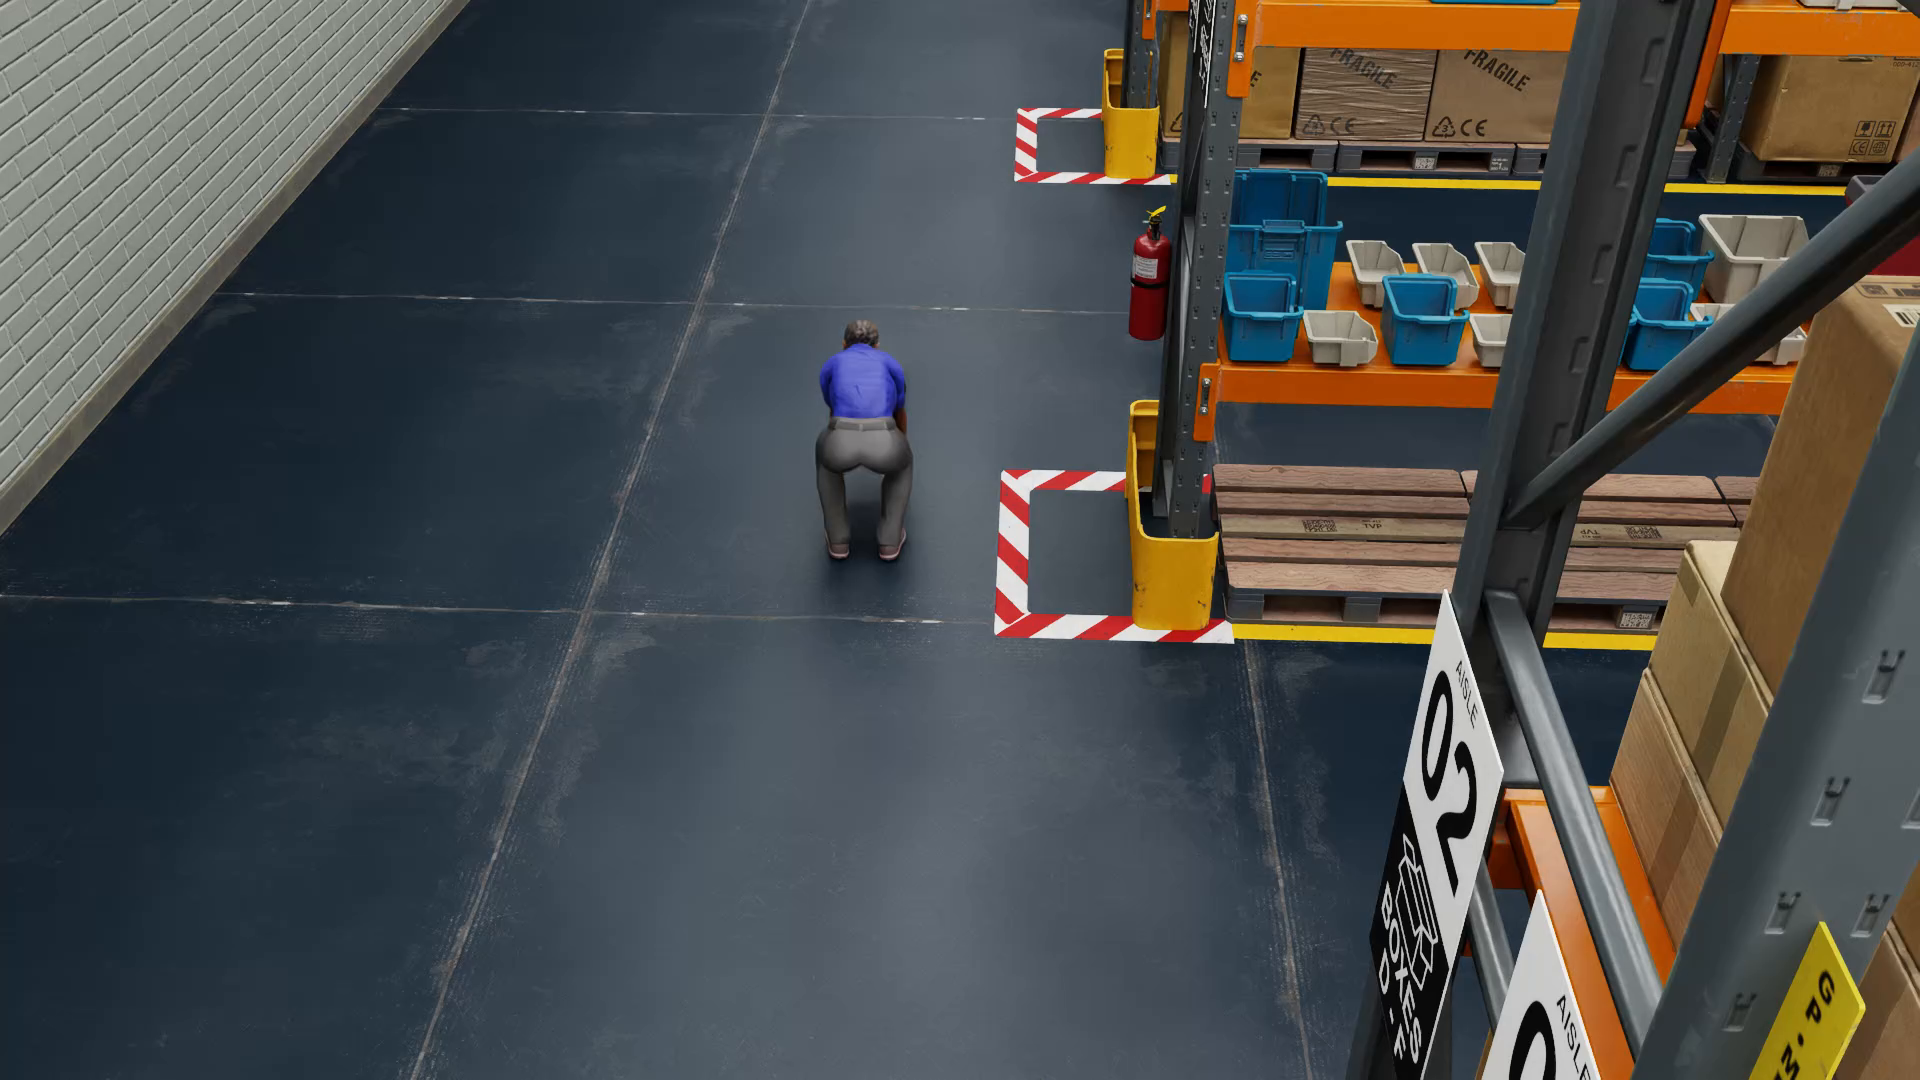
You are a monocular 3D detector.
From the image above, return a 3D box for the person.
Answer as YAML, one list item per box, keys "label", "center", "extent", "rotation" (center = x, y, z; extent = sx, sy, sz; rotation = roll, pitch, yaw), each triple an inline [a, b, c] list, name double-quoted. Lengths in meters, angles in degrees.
- label: "person"
  center: [-0.457, -0.456, 7.878]
  extent: [0.469, 0.963, 0.859]
  rotation: [0, 36, 0]
